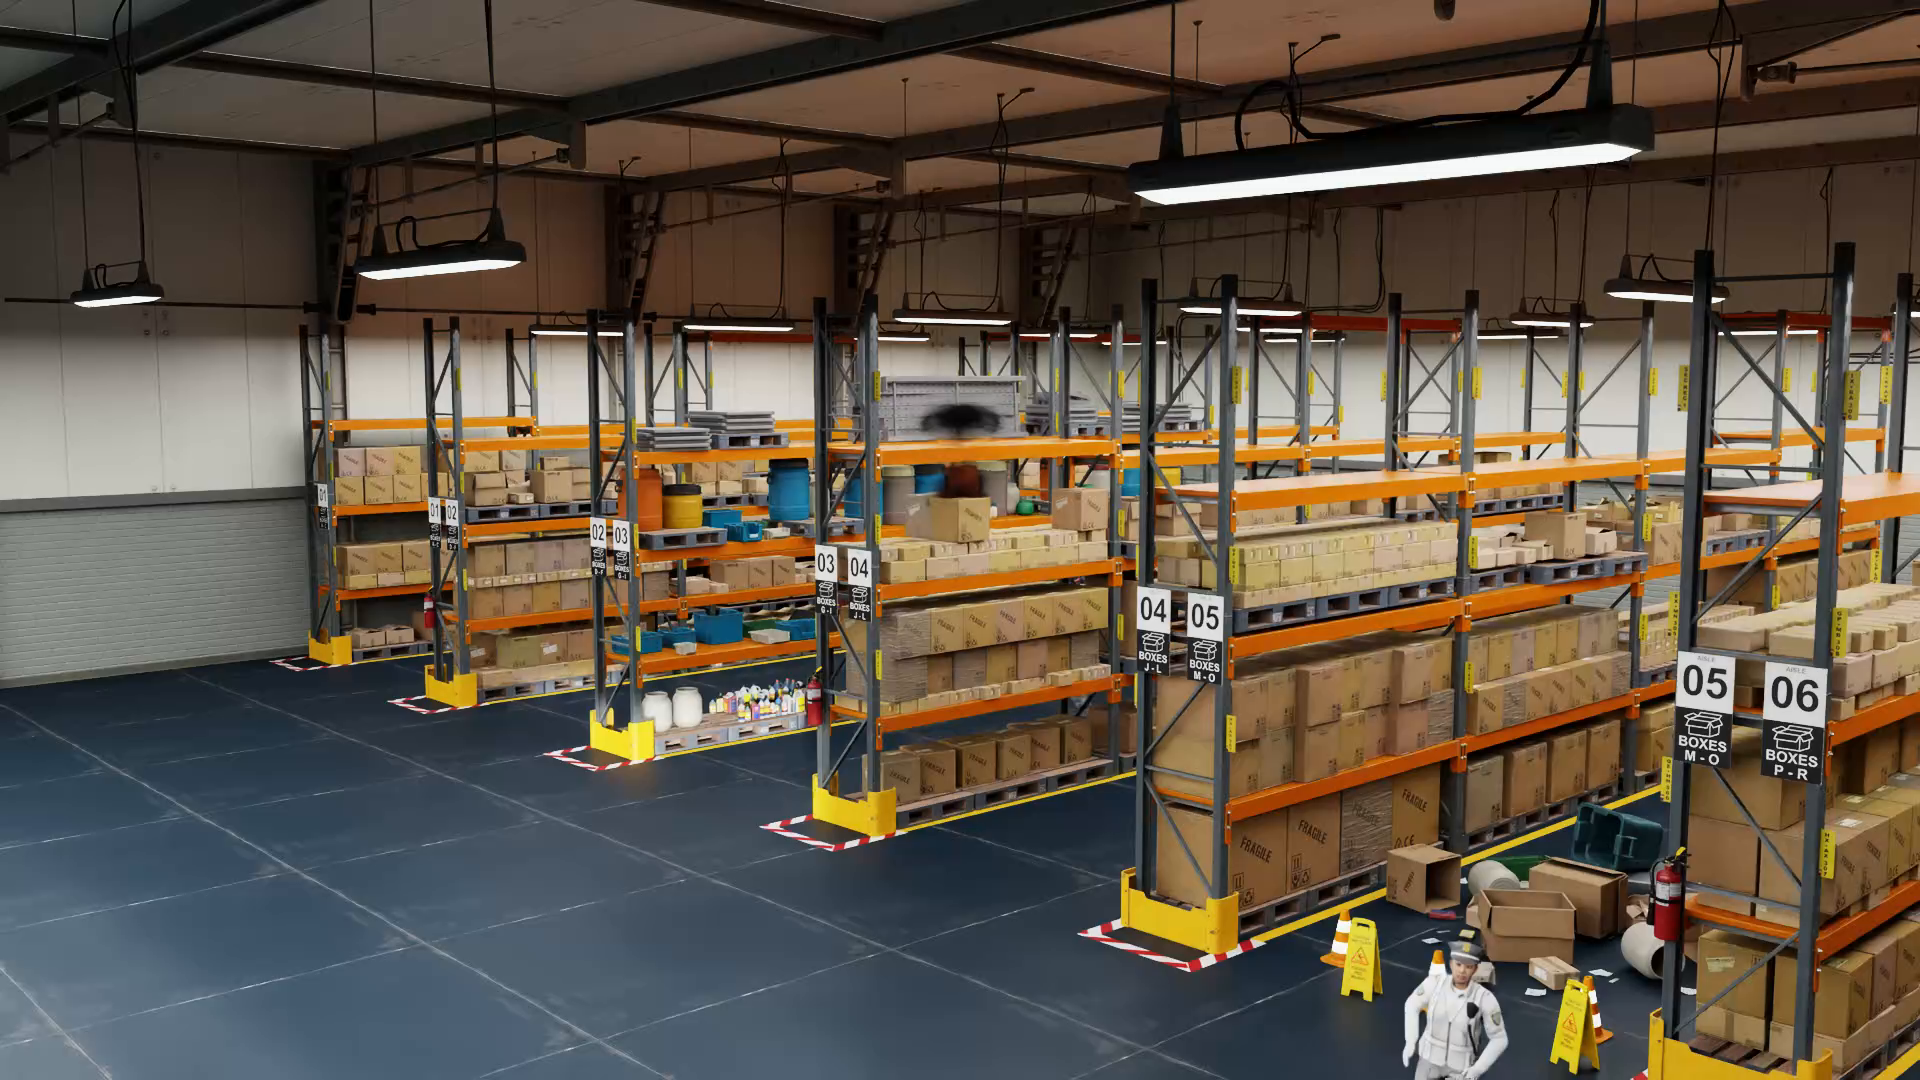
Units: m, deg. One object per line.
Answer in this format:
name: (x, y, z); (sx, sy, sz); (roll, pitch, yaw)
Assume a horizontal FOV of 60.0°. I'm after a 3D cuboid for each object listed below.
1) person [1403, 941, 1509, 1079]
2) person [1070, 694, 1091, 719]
person: (3.122, 3.293, 10.506); (0.651, 1.631, 0.535); (2, 6, 23)
person: (1.707, 1.853, 24.017); (0.775, 1.766, 0.645); (-5, 8, -42)
